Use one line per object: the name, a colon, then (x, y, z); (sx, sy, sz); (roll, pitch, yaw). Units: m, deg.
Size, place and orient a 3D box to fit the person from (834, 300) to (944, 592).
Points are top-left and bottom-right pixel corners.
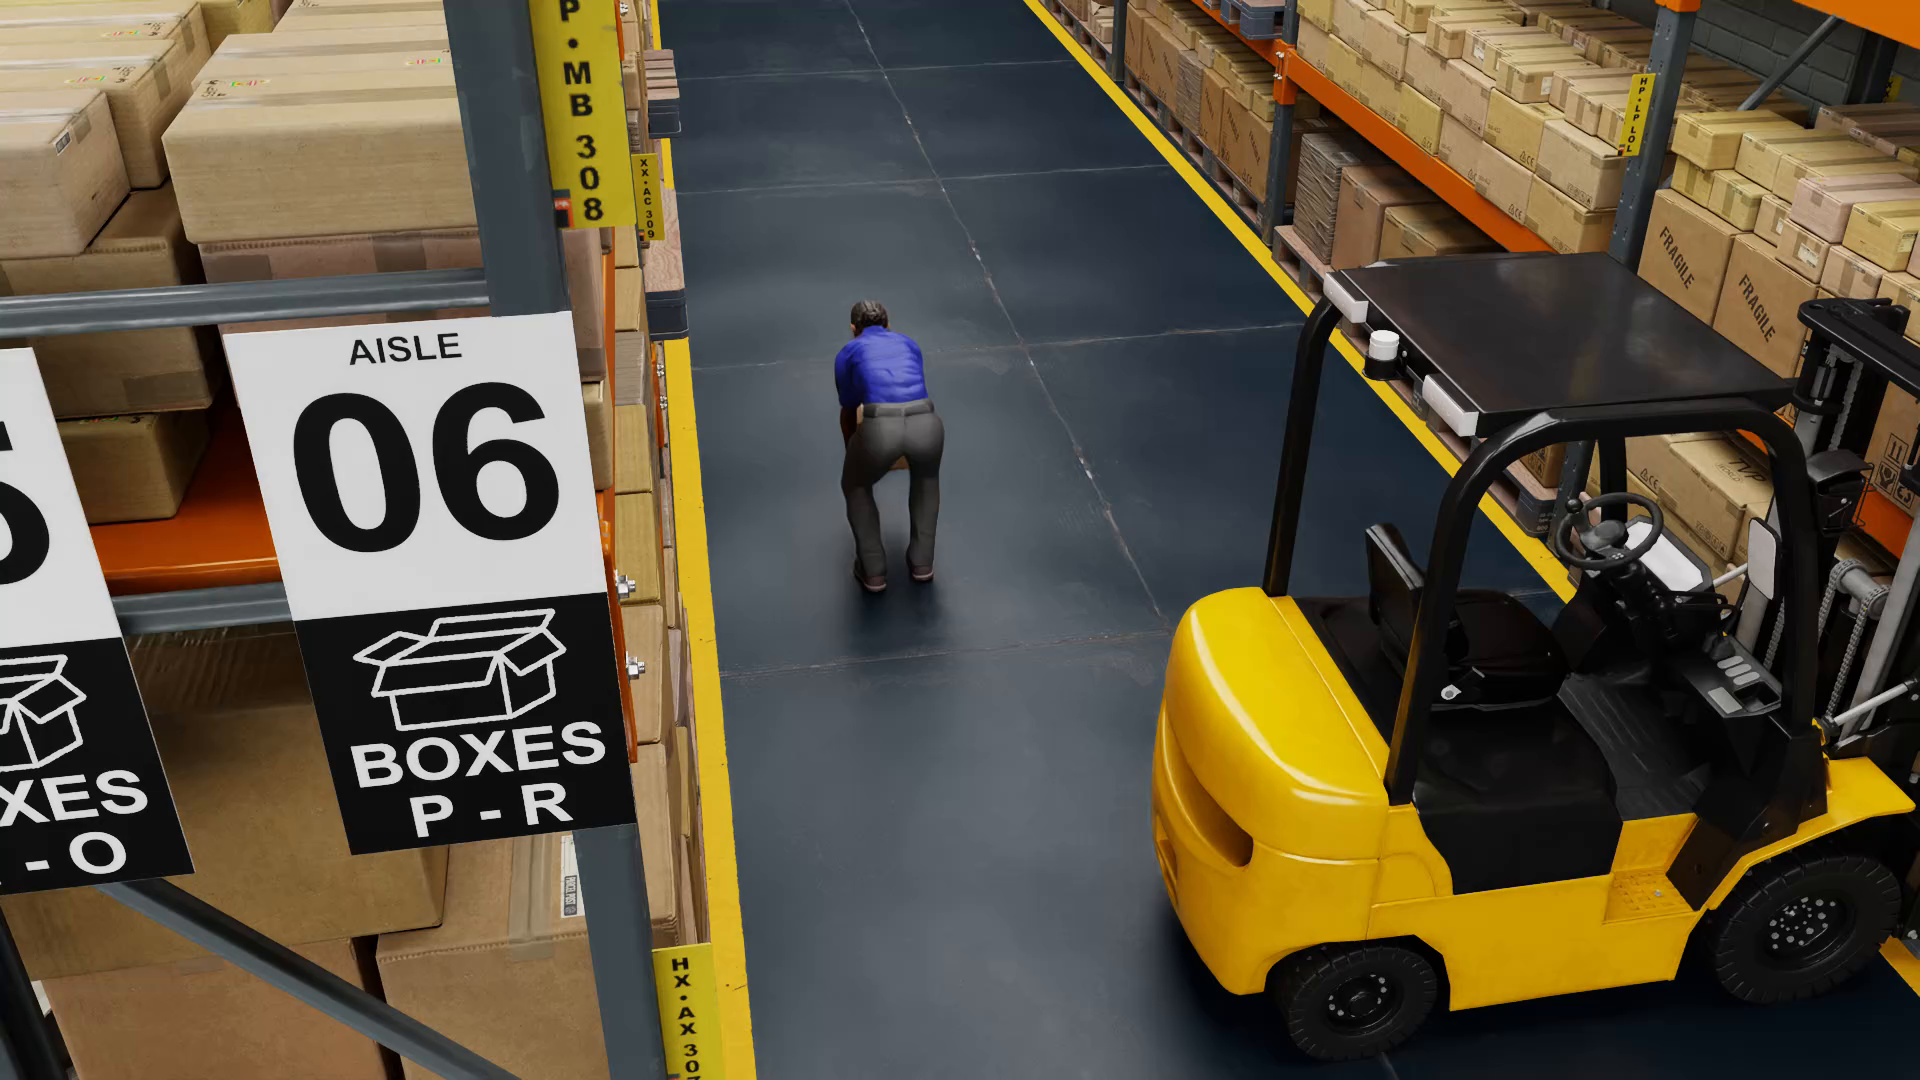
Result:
person: (-0.323, -0.408, 7.344); (0.439, 1.125, 0.846); (-7, 32, -11)
